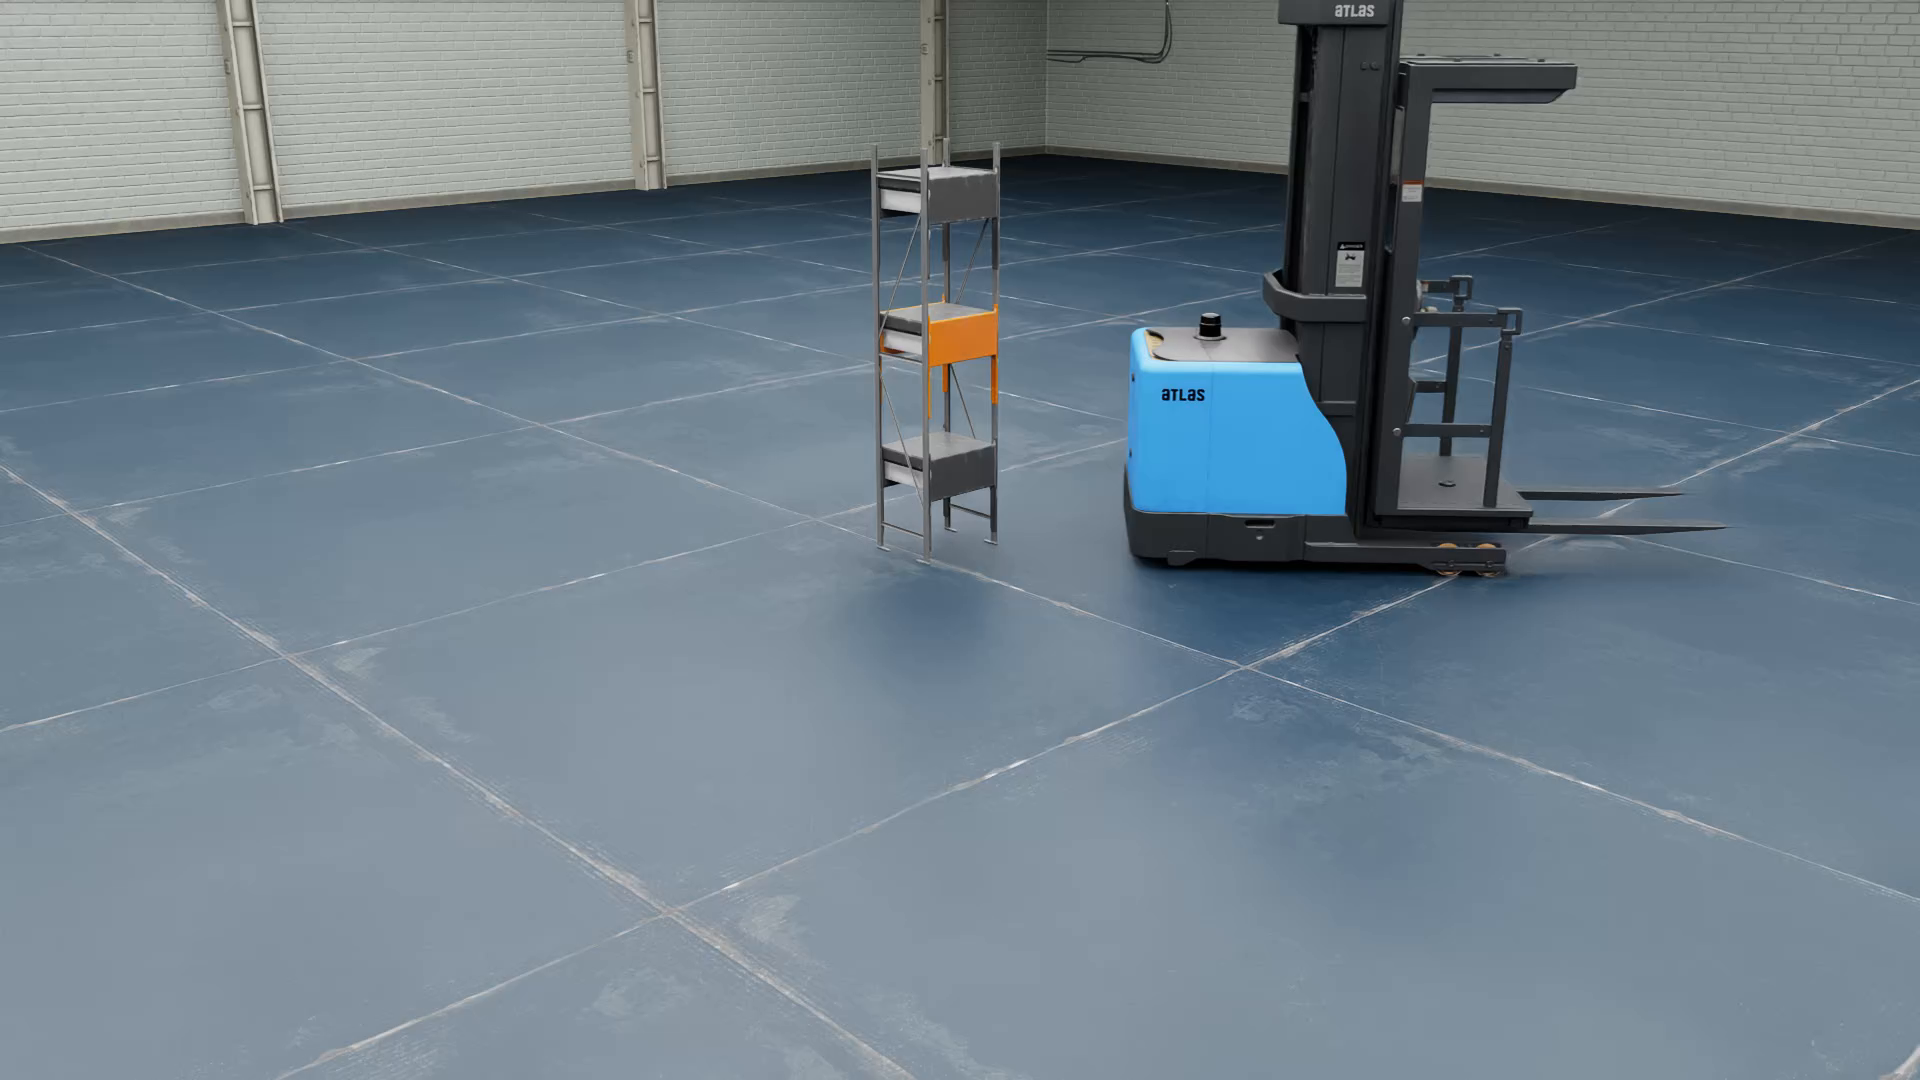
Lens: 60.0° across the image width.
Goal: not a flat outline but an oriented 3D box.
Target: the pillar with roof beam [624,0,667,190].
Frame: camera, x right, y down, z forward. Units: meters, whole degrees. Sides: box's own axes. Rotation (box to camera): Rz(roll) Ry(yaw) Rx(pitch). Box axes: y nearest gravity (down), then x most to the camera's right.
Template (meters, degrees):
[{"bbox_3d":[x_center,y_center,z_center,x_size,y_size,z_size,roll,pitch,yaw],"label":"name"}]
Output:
[{"bbox_3d":[-1.840,-8.771,21.446,0.400,9.000,9.100,-16,24,-41],"label":"pillar with roof beam"}]

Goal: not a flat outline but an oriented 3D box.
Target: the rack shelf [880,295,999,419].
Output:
[{"bbox_3d":[-0.120,-0.951,8.557,0.480,0.518,0.431,-16,24,-41],"label":"rack shelf"}]

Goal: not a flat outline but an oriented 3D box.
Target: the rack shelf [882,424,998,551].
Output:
[{"bbox_3d":[-0.120,-0.285,8.773,0.480,0.518,0.431,-16,24,-41],"label":"rack shelf"}]

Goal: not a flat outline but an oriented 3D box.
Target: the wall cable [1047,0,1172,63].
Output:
[{"bbox_3d":[2.611,-9.858,29.833,0.112,2.526,3.097,-16,24,-41],"label":"wall cable"}]

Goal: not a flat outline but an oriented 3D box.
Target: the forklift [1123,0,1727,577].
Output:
[{"bbox_3d":[2.413,-1.375,8.473,3.031,2.935,1.130,1,18,3],"label":"forklift"}]

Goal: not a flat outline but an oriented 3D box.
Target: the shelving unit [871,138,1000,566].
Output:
[{"bbox_3d":[-0.120,-0.964,8.553,0.503,2.100,0.431,-16,24,-41],"label":"shelving unit"}]

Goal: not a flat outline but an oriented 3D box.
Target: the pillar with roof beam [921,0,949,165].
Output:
[{"bbox_3d":[2.520,-10.042,25.367,0.400,9.000,9.100,-16,24,-41],"label":"pillar with roof beam"}]

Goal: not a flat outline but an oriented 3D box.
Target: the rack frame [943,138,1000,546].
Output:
[{"bbox_3d":[0.057,-1.015,8.712,0.015,2.100,0.400,-16,24,-41],"label":"rack frame"}]

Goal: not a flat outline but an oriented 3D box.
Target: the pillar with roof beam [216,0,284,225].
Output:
[{"bbox_3d":[-6.200,-7.500,17.525,0.400,9.000,9.100,-16,24,-41],"label":"pillar with roof beam"}]

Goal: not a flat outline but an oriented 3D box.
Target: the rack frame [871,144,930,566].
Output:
[{"bbox_3d":[-0.298,-0.912,8.393,0.015,2.100,0.400,-16,24,-41],"label":"rack frame"}]

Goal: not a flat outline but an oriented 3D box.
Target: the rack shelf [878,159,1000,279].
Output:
[{"bbox_3d":[-0.120,-1.617,8.341,0.480,0.518,0.431,-16,24,-41],"label":"rack shelf"}]
